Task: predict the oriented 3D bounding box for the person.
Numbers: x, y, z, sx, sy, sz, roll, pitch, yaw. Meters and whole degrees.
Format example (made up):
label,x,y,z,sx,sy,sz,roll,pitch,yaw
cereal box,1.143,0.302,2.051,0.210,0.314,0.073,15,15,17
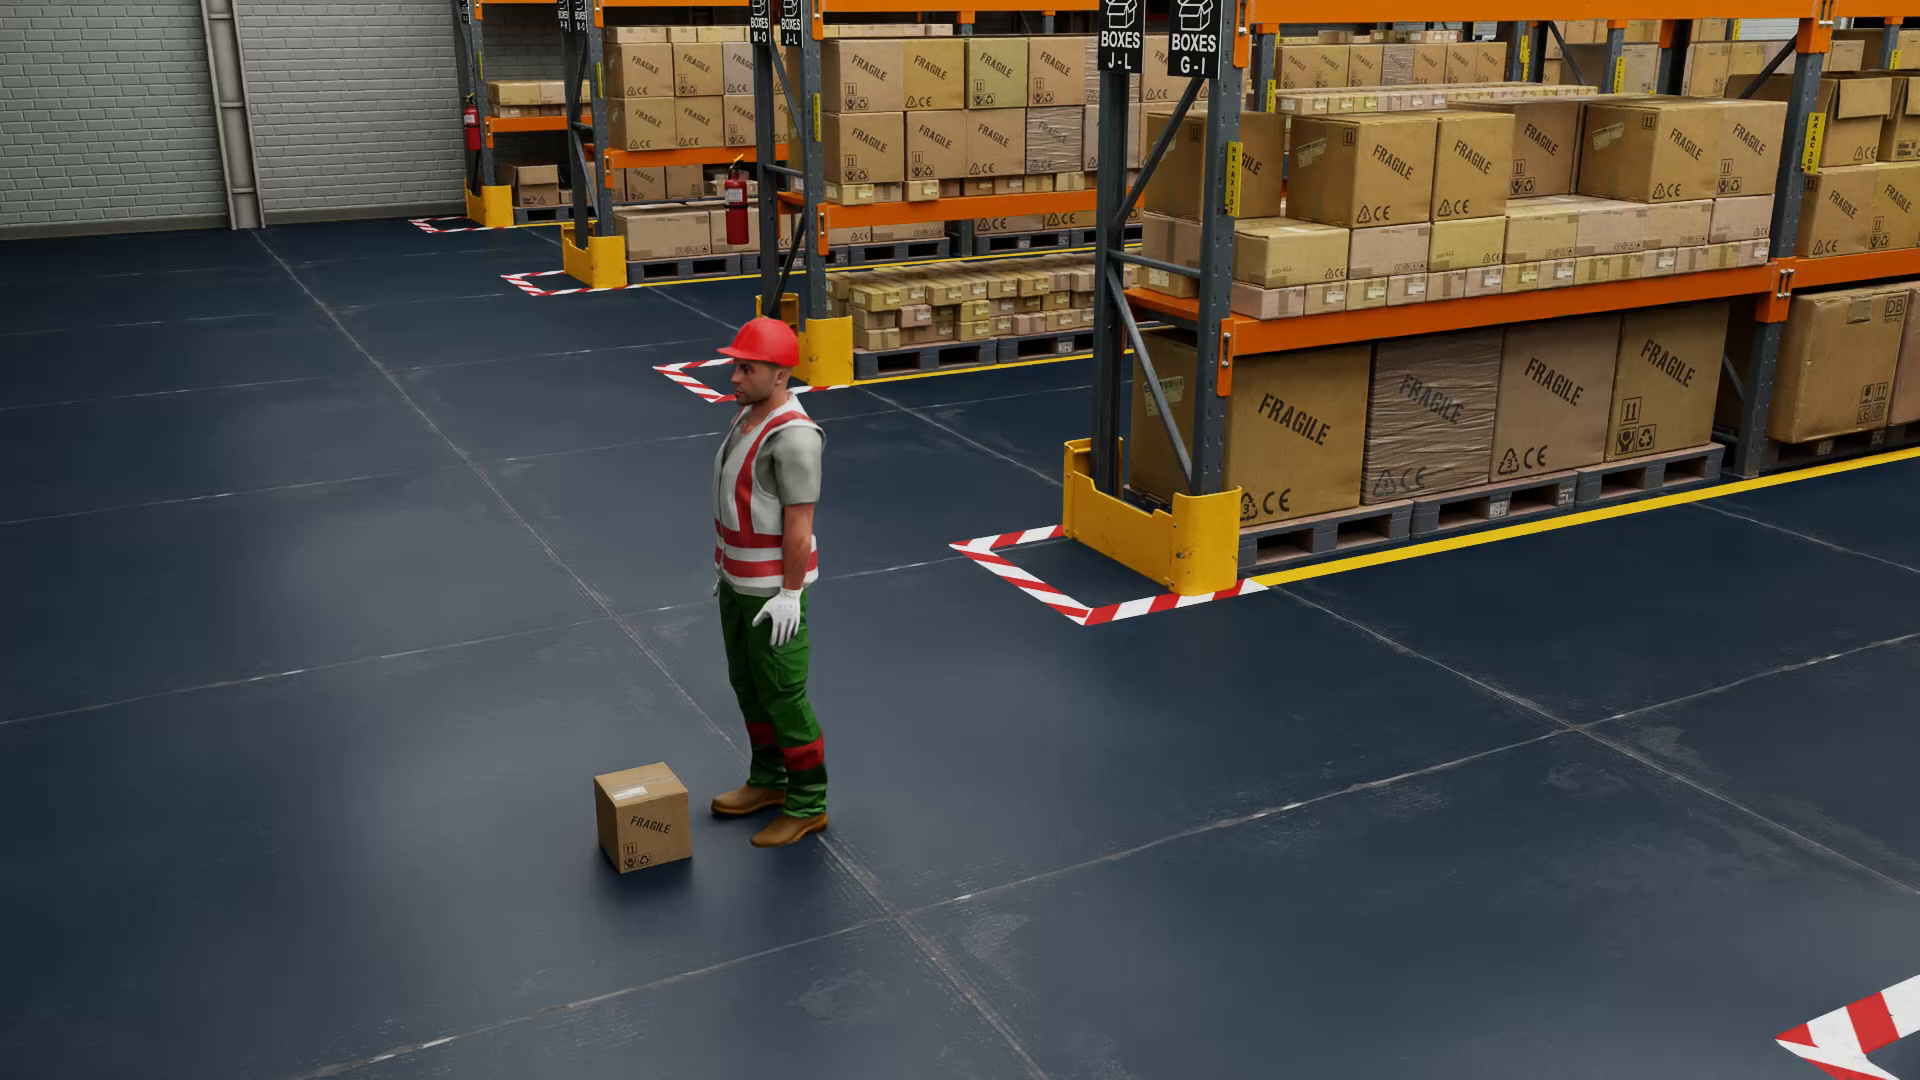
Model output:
label,x,y,z,sx,sy,sz,roll,pitch,yaw
person,-0.660,0.152,5.591,0.361,1.810,0.525,-9,20,-25
